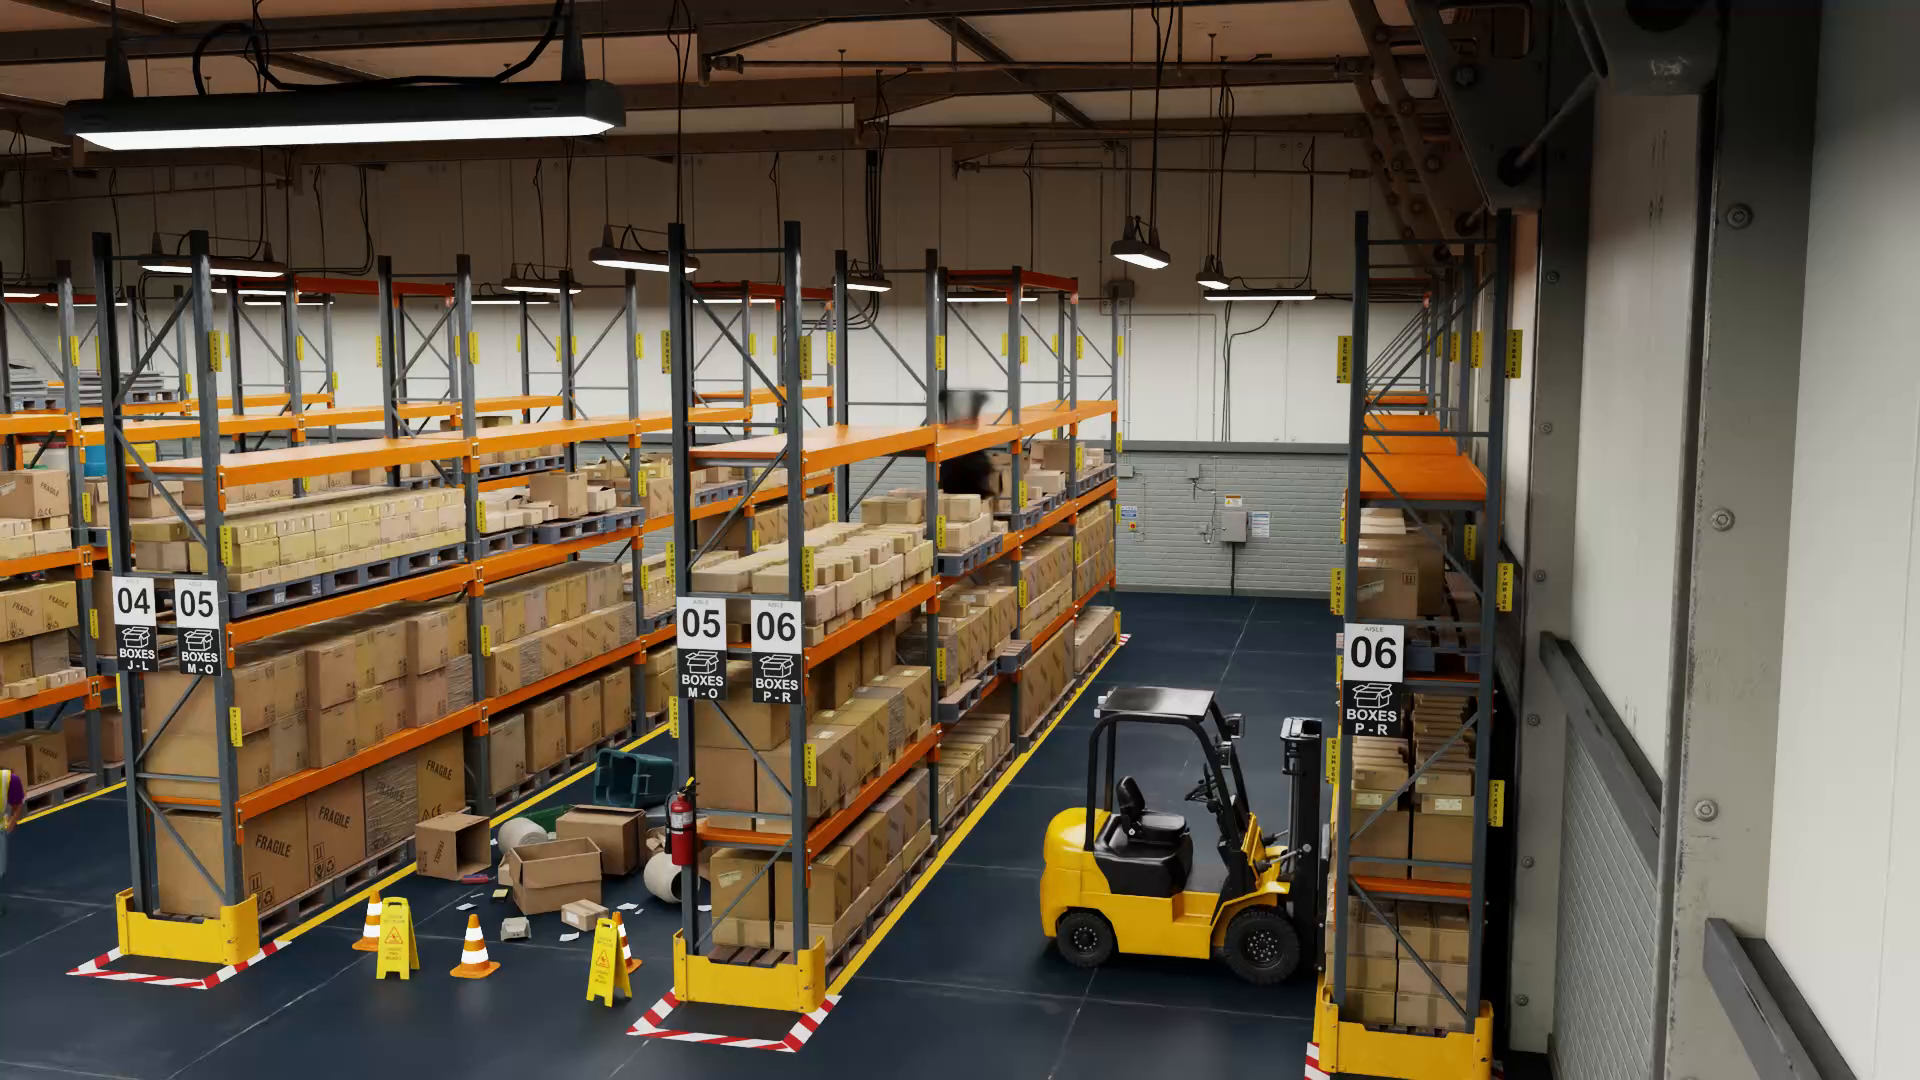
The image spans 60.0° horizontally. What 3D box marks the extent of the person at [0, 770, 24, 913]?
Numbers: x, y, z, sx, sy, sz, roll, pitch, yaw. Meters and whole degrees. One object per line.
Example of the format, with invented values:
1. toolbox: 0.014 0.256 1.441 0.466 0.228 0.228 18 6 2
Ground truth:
1. person: -8.663 2.610 14.667 0.736 1.570 0.840 -6 9 -41
